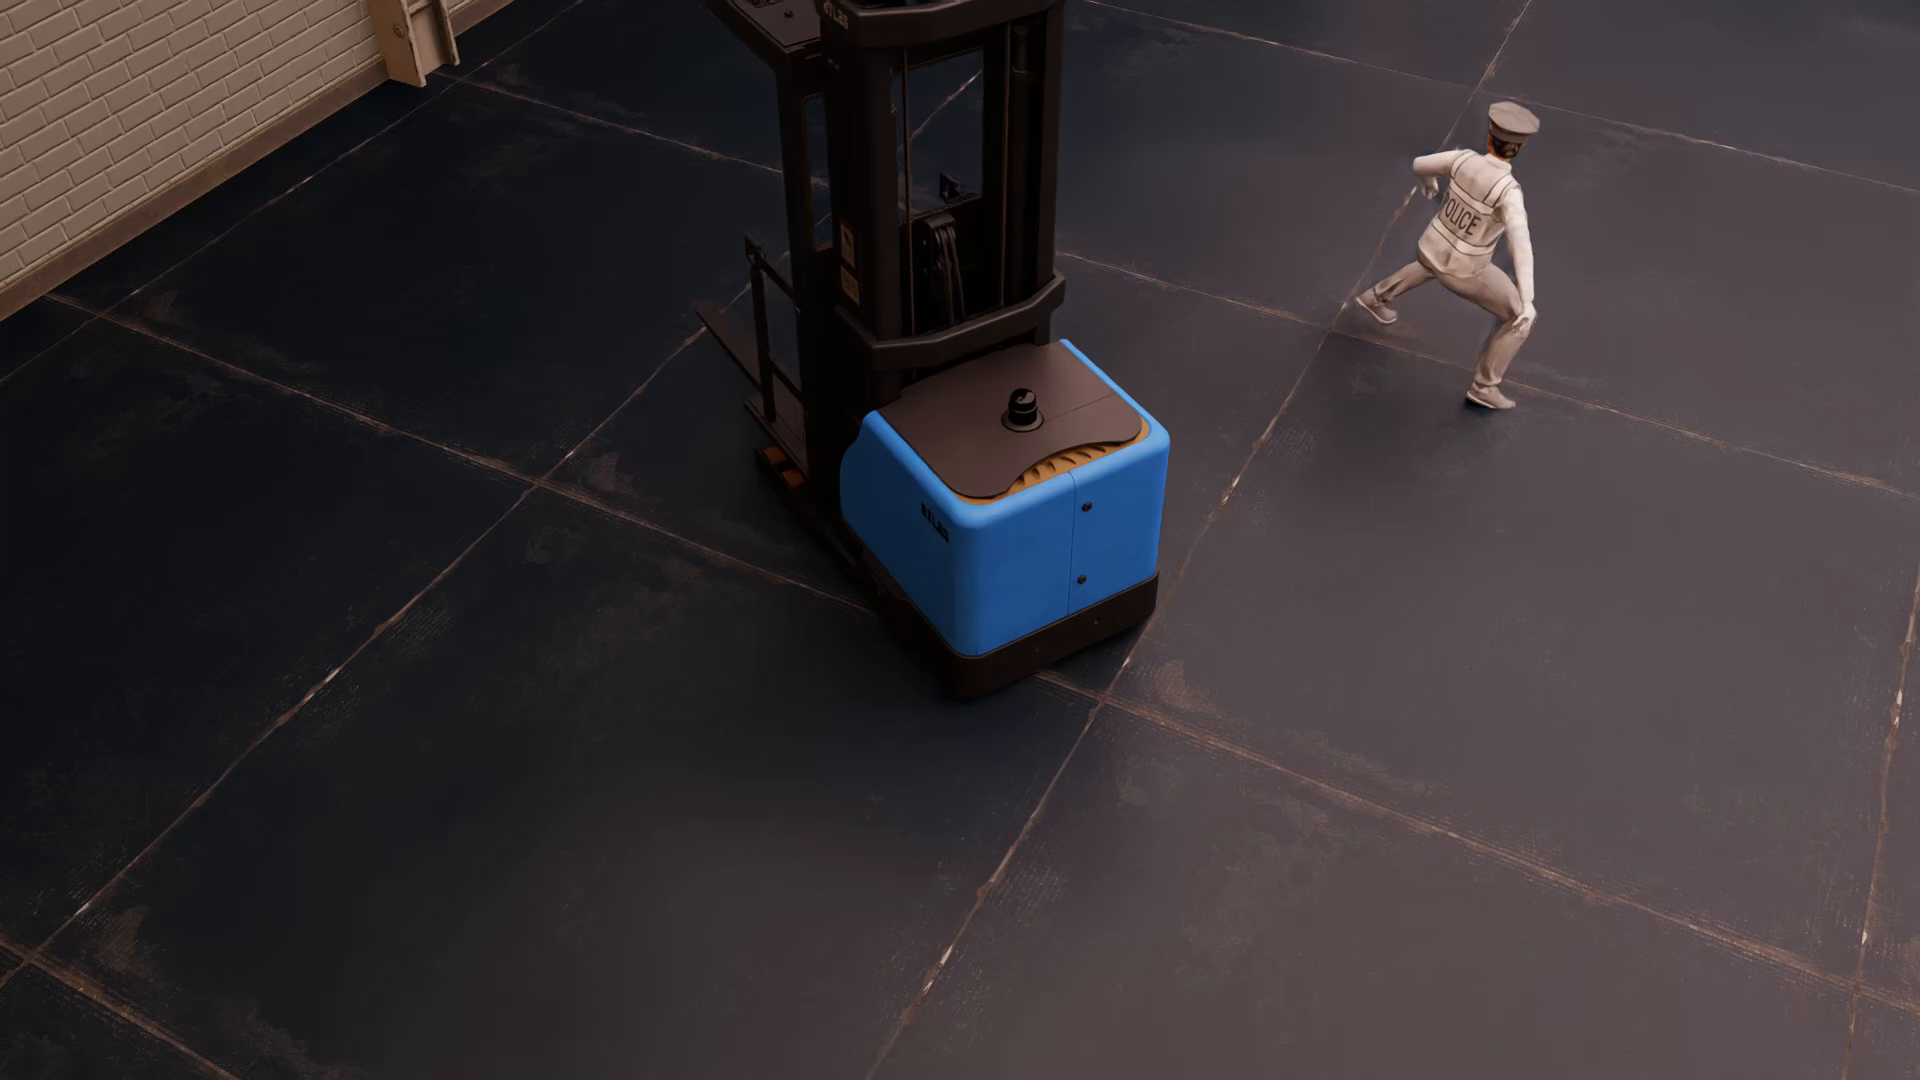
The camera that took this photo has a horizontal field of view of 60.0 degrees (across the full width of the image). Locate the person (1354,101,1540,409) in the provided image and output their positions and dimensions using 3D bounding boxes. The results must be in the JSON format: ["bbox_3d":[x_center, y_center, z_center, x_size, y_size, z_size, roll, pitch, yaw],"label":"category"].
[{"bbox_3d":[2.523,-1.385,8.201,0.475,1.557,1.080,-18,46,-18],"label":"person"}]

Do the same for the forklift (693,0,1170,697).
[{"bbox_3d":[-0.336,-1.399,7.138,1.130,2.935,3.031,-23,48,-22],"label":"forklift"}]
